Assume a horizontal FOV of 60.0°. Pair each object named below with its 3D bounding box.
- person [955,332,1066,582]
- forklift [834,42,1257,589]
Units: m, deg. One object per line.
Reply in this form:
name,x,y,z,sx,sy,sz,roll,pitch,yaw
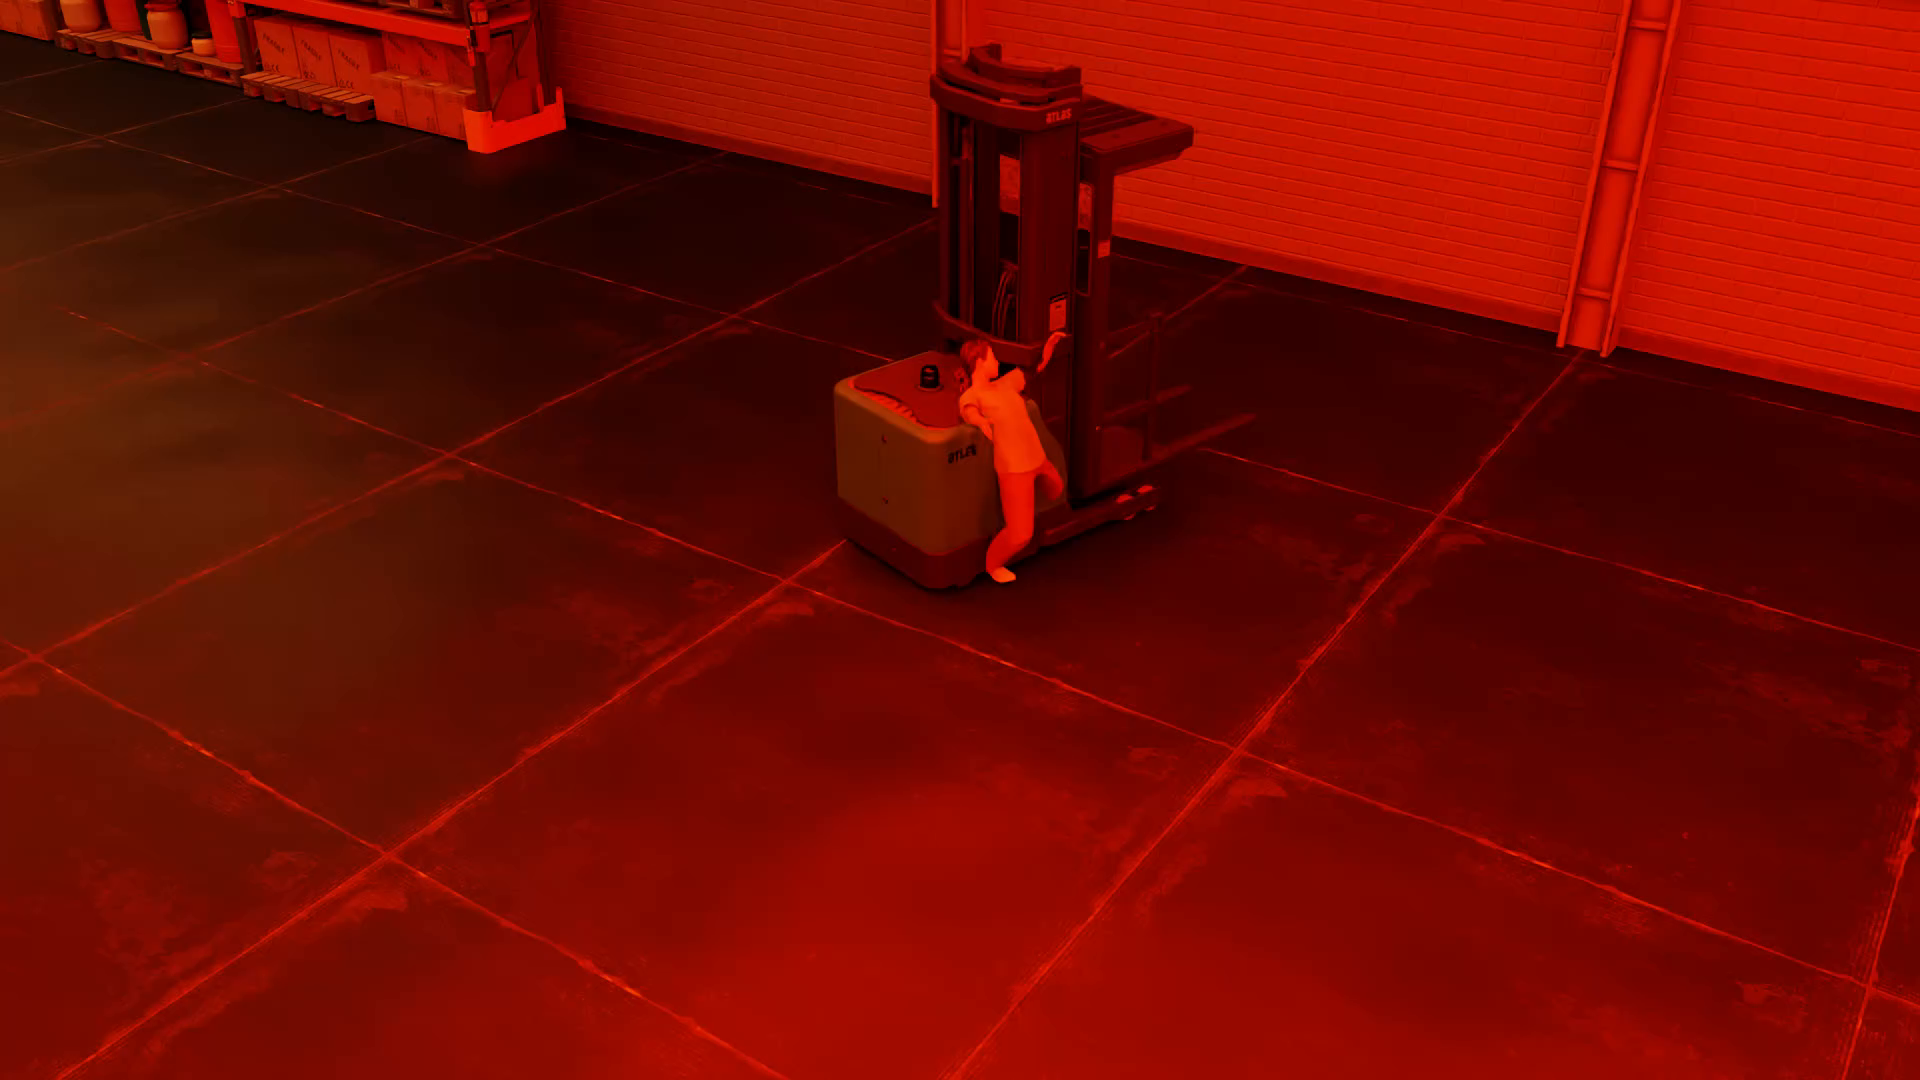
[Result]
person,0.197,-0.457,9.749,0.642,1.522,0.992,12,32,19
forklift,0.682,-1.577,10.297,3.031,2.935,1.130,-23,37,-33
